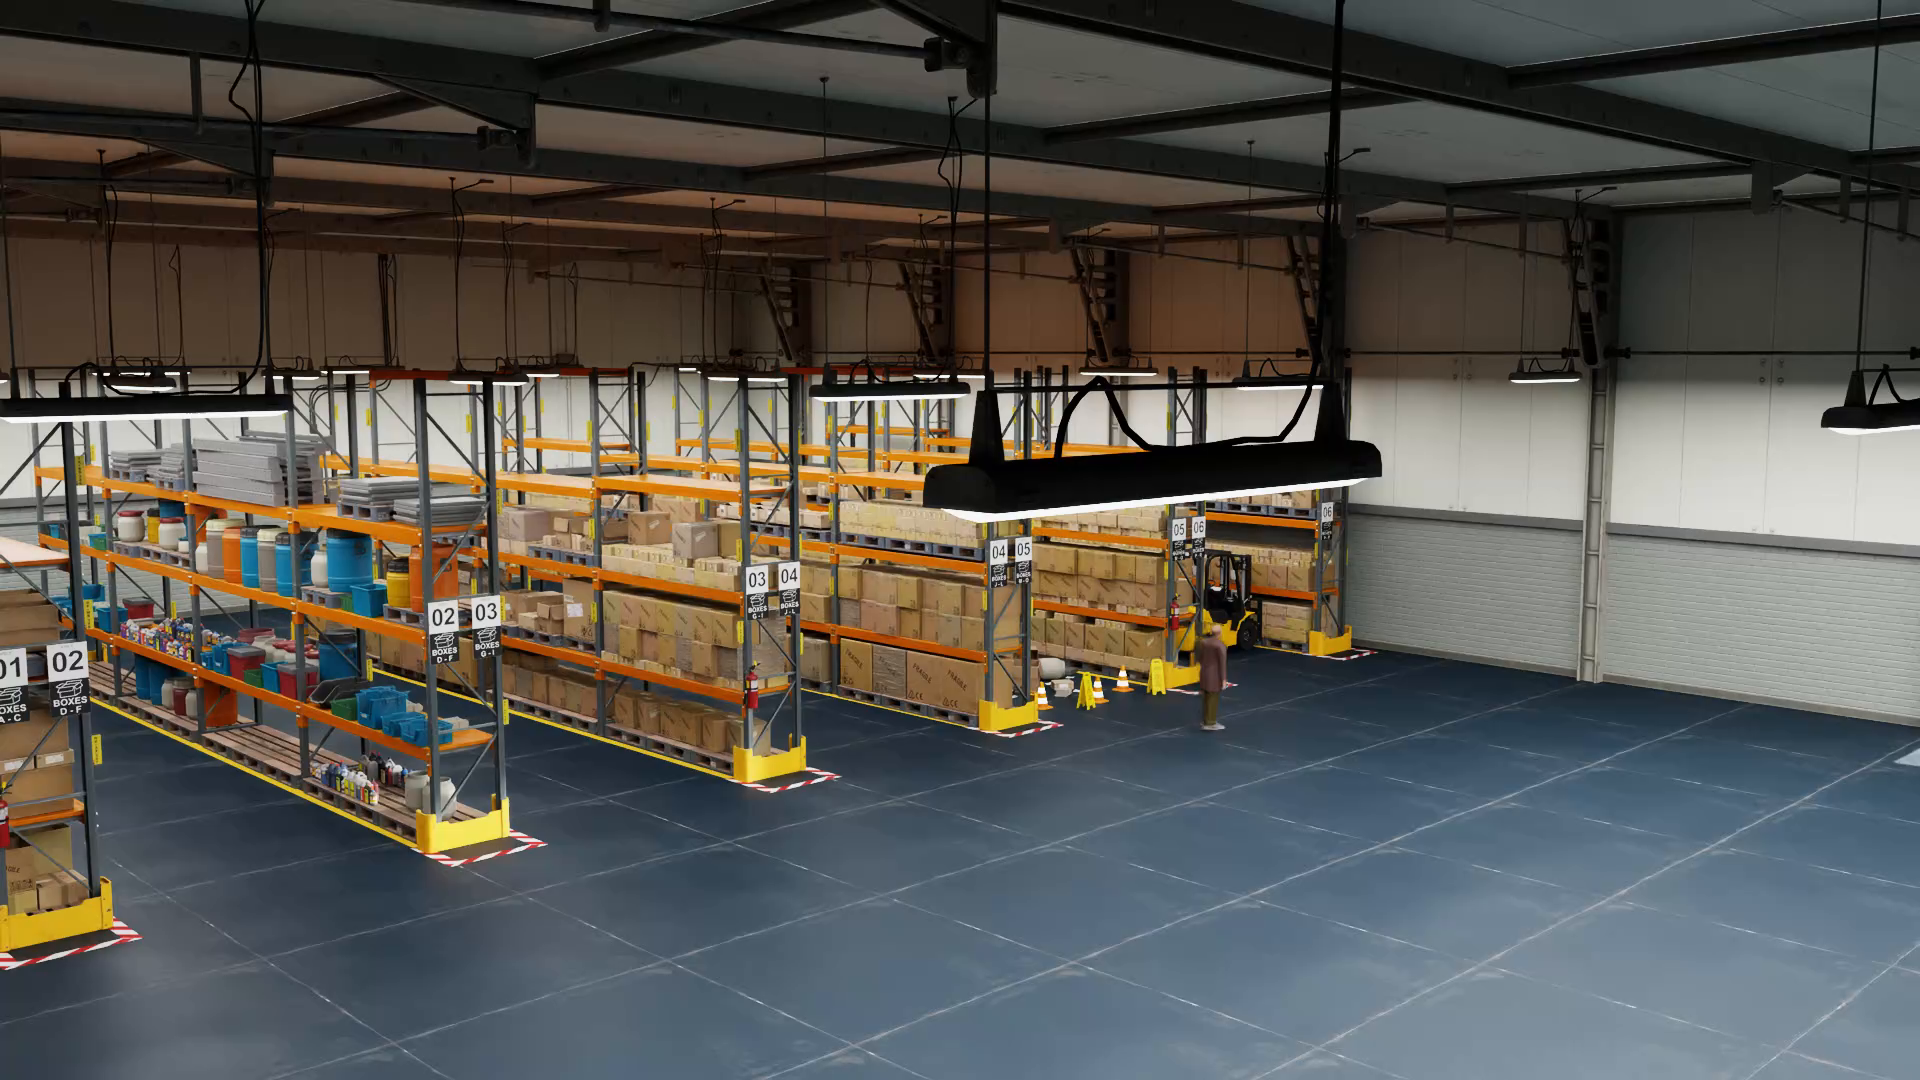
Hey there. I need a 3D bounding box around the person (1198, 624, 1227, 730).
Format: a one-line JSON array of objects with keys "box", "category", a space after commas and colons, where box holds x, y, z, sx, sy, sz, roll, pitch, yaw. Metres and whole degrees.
[{"box": [4.273, 2.300, 27.946, 0.446, 1.792, 0.609, -4, 8, -33], "category": "person"}]
